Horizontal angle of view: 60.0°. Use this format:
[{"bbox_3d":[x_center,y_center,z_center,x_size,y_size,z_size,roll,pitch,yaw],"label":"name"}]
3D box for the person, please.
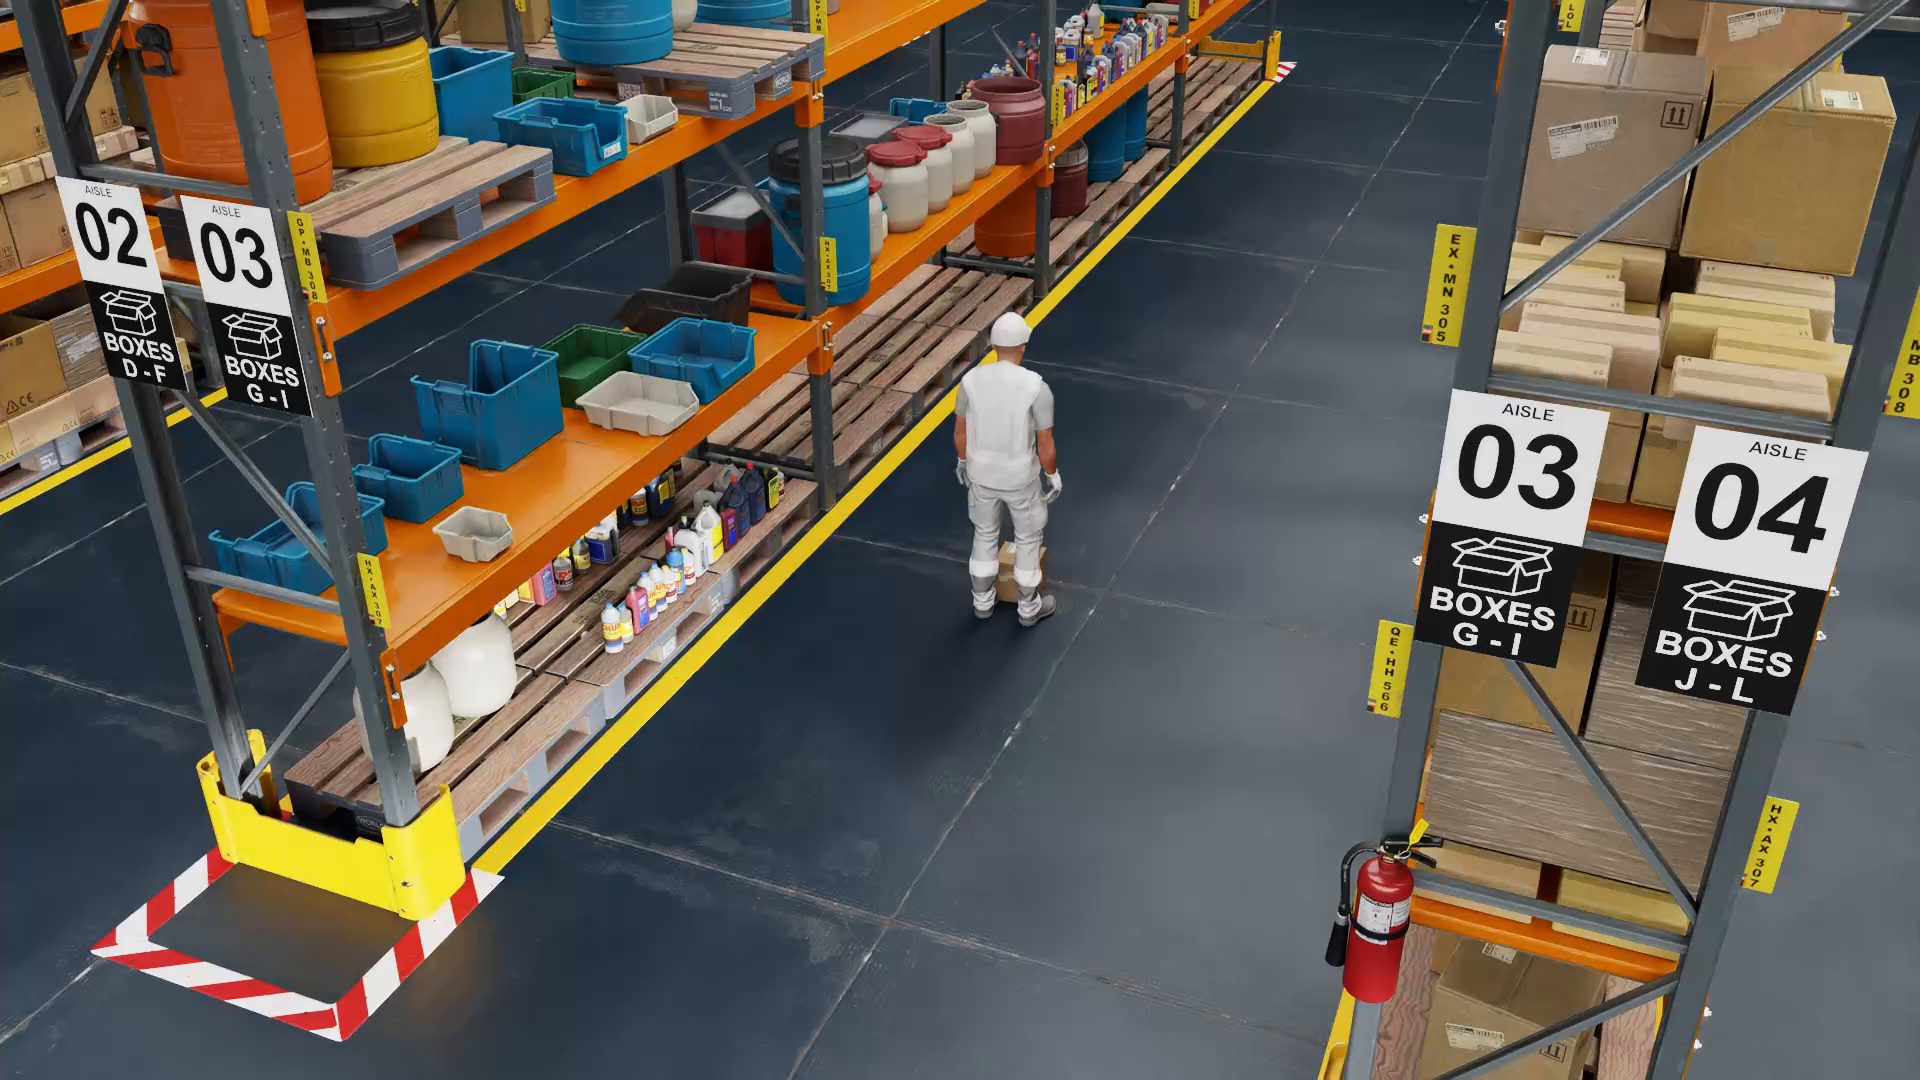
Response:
[{"bbox_3d":[0.259,-0.369,9.041,0.609,1.780,0.448,11,31,20],"label":"person"}]
